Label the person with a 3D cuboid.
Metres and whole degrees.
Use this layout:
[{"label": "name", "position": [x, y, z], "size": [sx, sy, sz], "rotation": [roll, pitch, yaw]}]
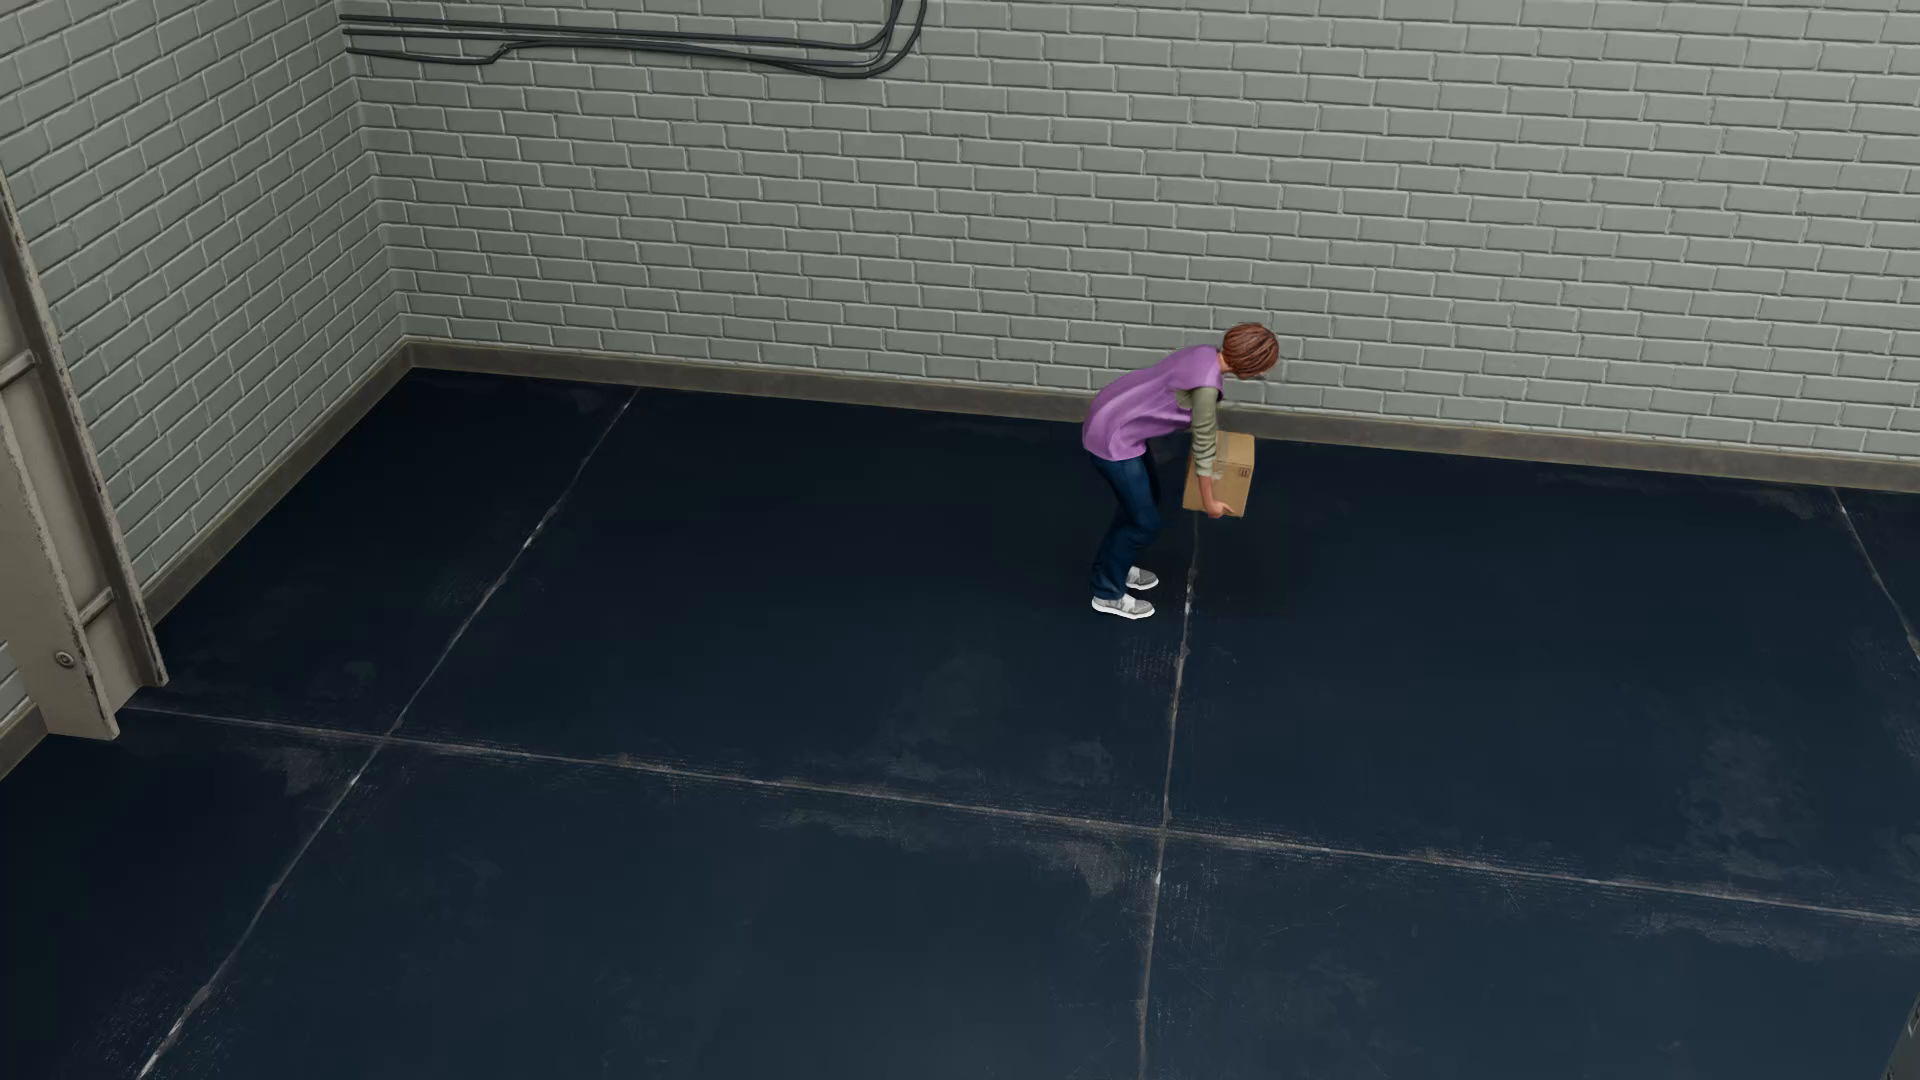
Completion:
[{"label": "person", "position": [0.874, -0.291, 6.848], "size": [0.757, 1.332, 0.382], "rotation": [4, 33, 7]}]
